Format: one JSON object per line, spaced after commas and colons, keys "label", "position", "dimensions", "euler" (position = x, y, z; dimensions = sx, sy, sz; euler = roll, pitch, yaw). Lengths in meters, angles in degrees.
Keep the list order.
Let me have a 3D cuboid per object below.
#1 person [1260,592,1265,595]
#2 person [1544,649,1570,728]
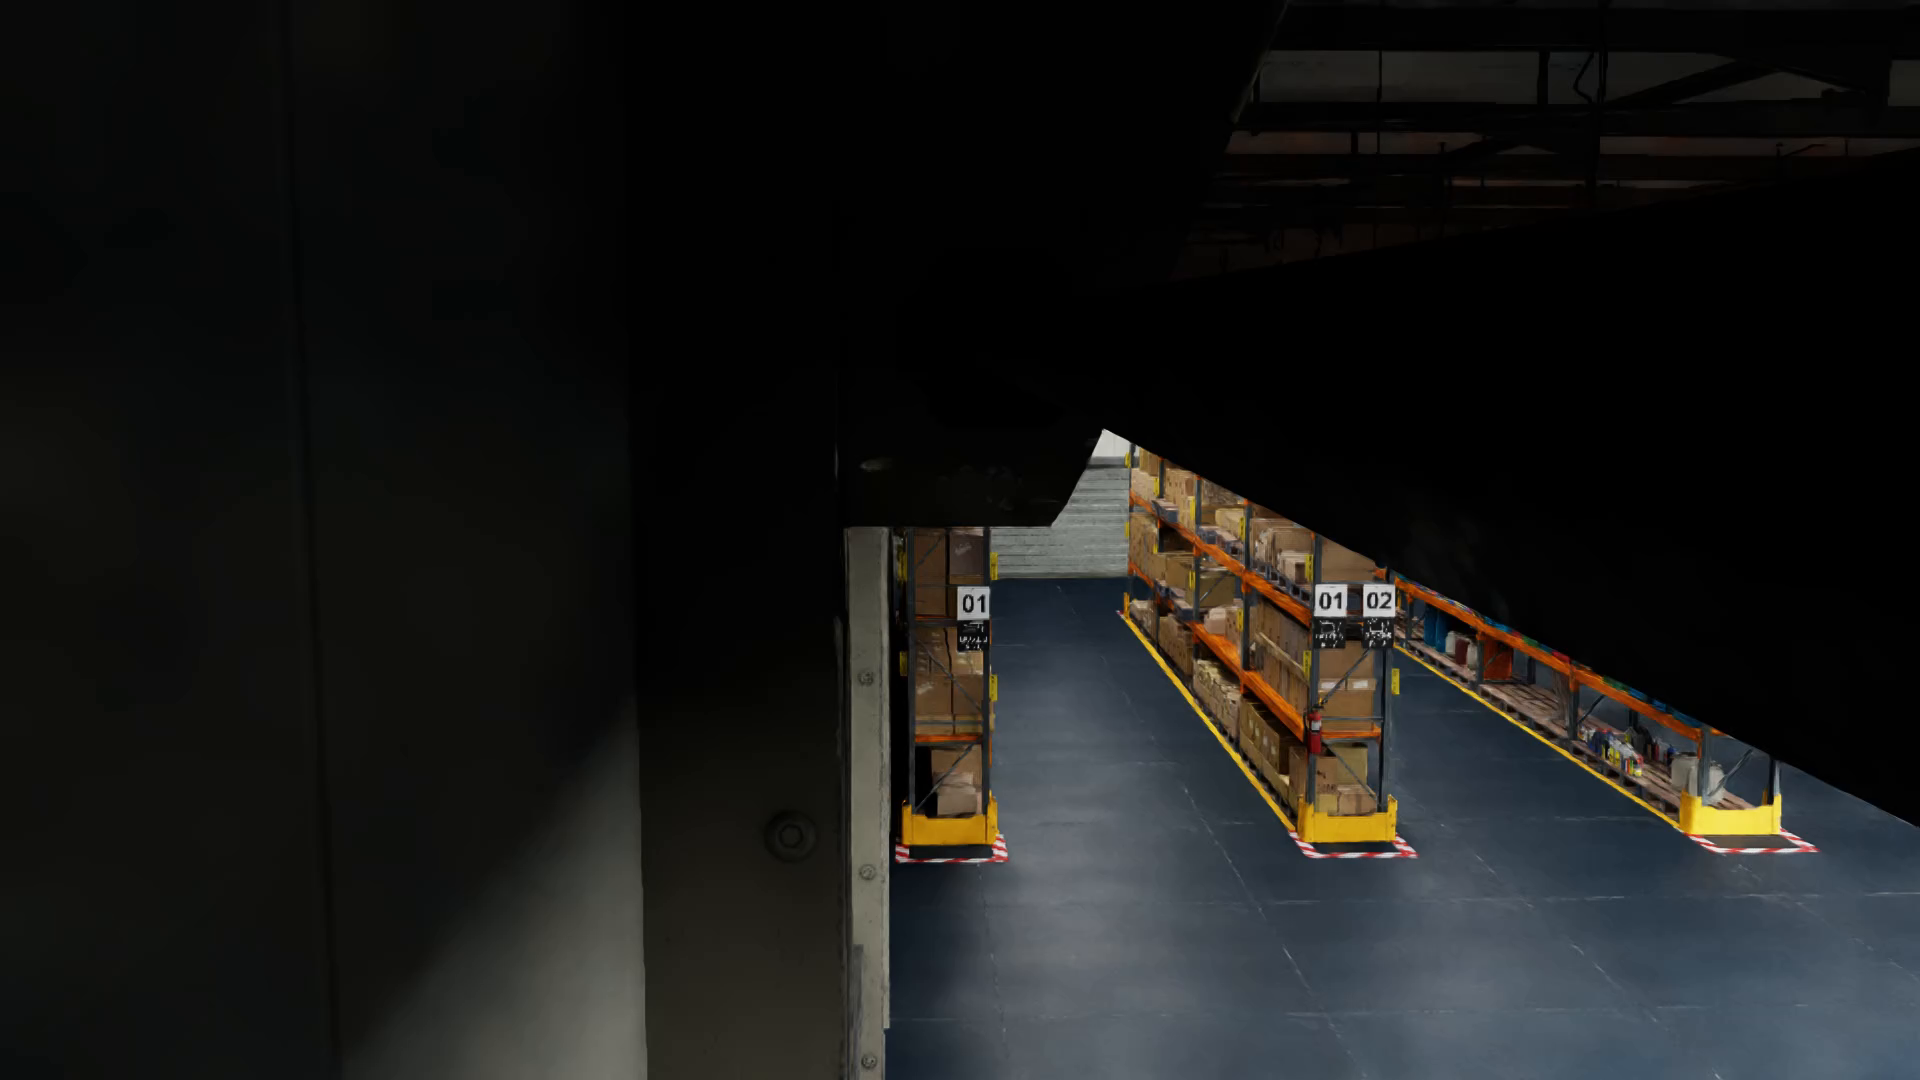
{"label": "person", "position": [7.315, 0.517, 38.855], "dimensions": [0.499, 1.664, 0.647], "euler": [4, 8, 28]}
{"label": "person", "position": [9.274, 1.979, 25.571], "dimensions": [0.400, 1.726, 0.650], "euler": [1, 7, 7]}
